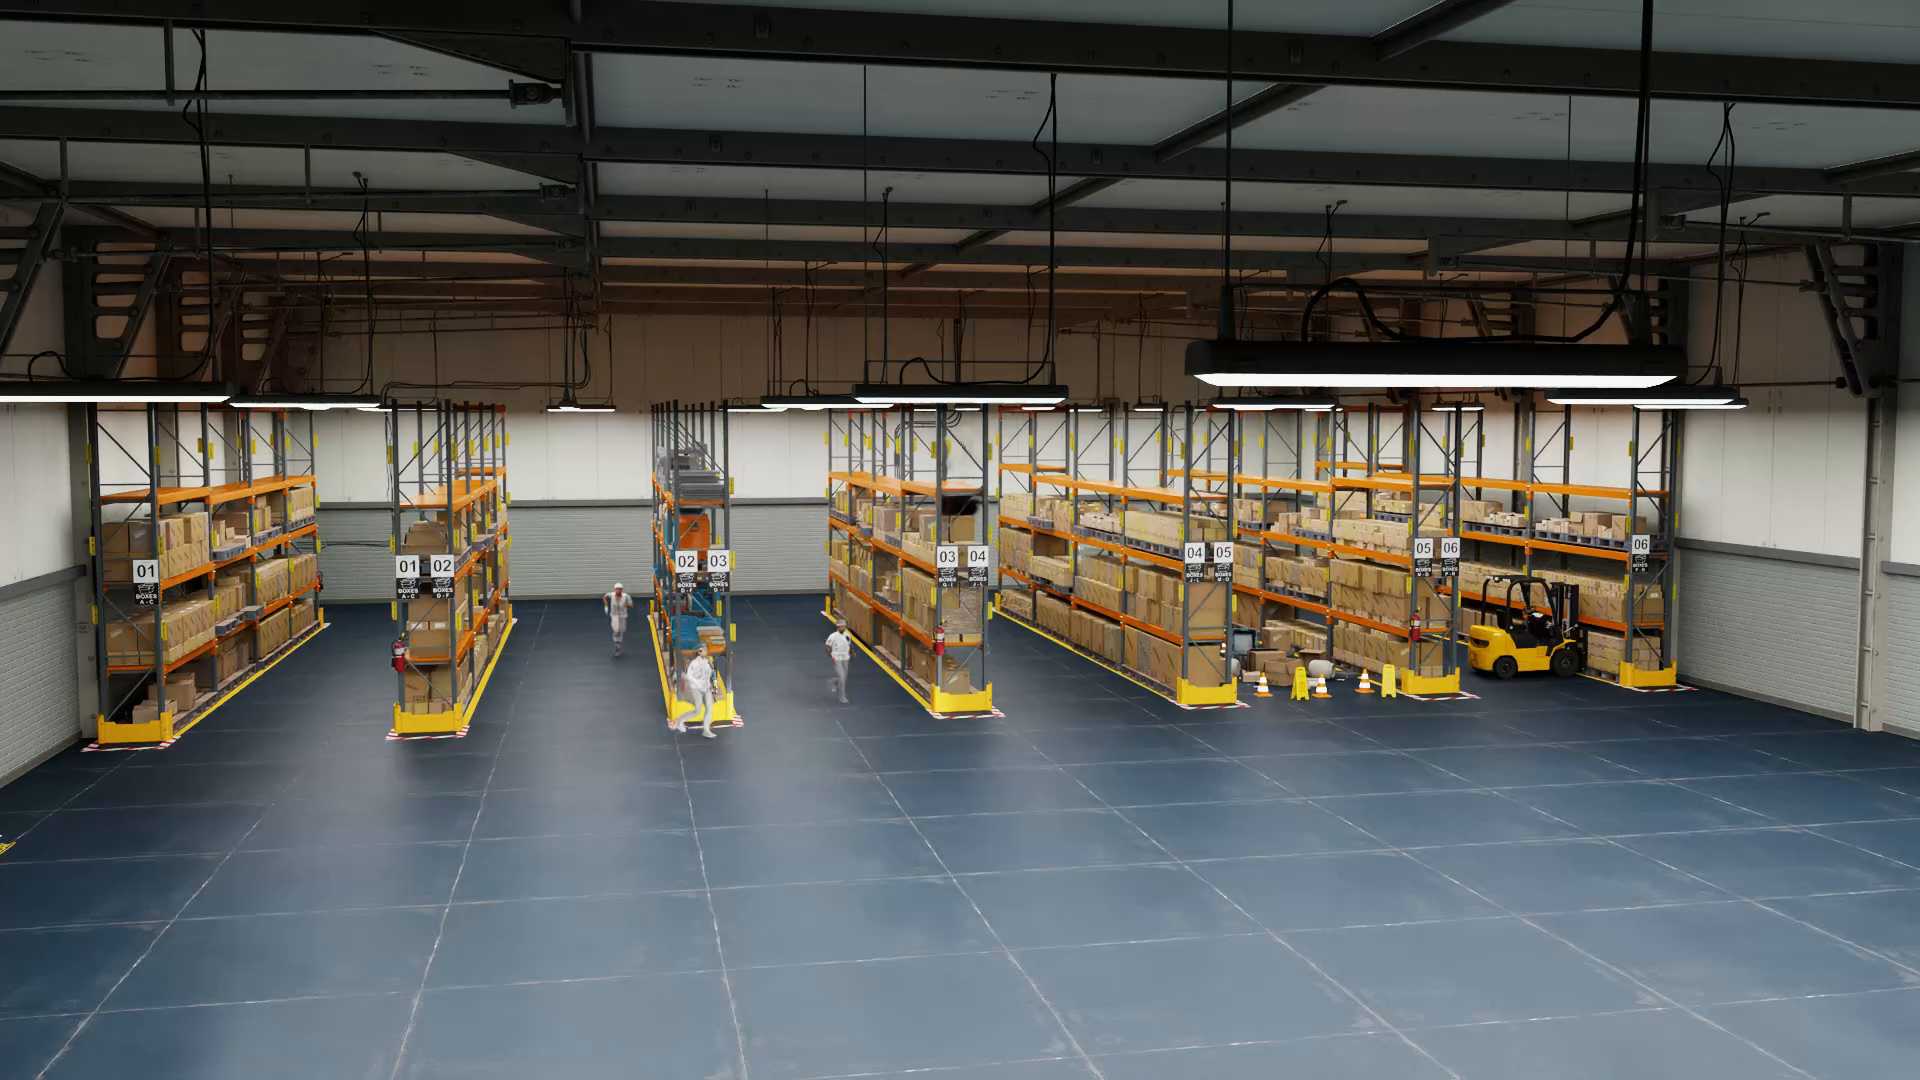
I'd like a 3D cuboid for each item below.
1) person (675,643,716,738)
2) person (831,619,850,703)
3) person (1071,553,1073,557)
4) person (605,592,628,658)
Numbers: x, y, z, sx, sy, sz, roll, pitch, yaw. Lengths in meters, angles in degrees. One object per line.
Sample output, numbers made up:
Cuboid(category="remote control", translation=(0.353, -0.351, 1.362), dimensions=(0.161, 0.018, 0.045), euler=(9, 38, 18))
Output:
Cuboid(category="person", translation=(-4.652, 2.659, 29.648), dimensions=(0.783, 1.669, 0.665), euler=(2, 5, 23))
Cuboid(category="person", translation=(-2.445, 2.397, 33.304), dimensions=(0.382, 1.668, 0.745), euler=(-3, 5, -35))
Cuboid(category="person", translation=(3.283, 0.694, 50.280), dimensions=(0.496, 0.884, 0.543), euler=(-1, 4, -10))
Cuboid(category="person", translation=(-8.149, 1.979, 39.490), dimensions=(0.509, 1.559, 0.956), euler=(-2, 5, -20))
